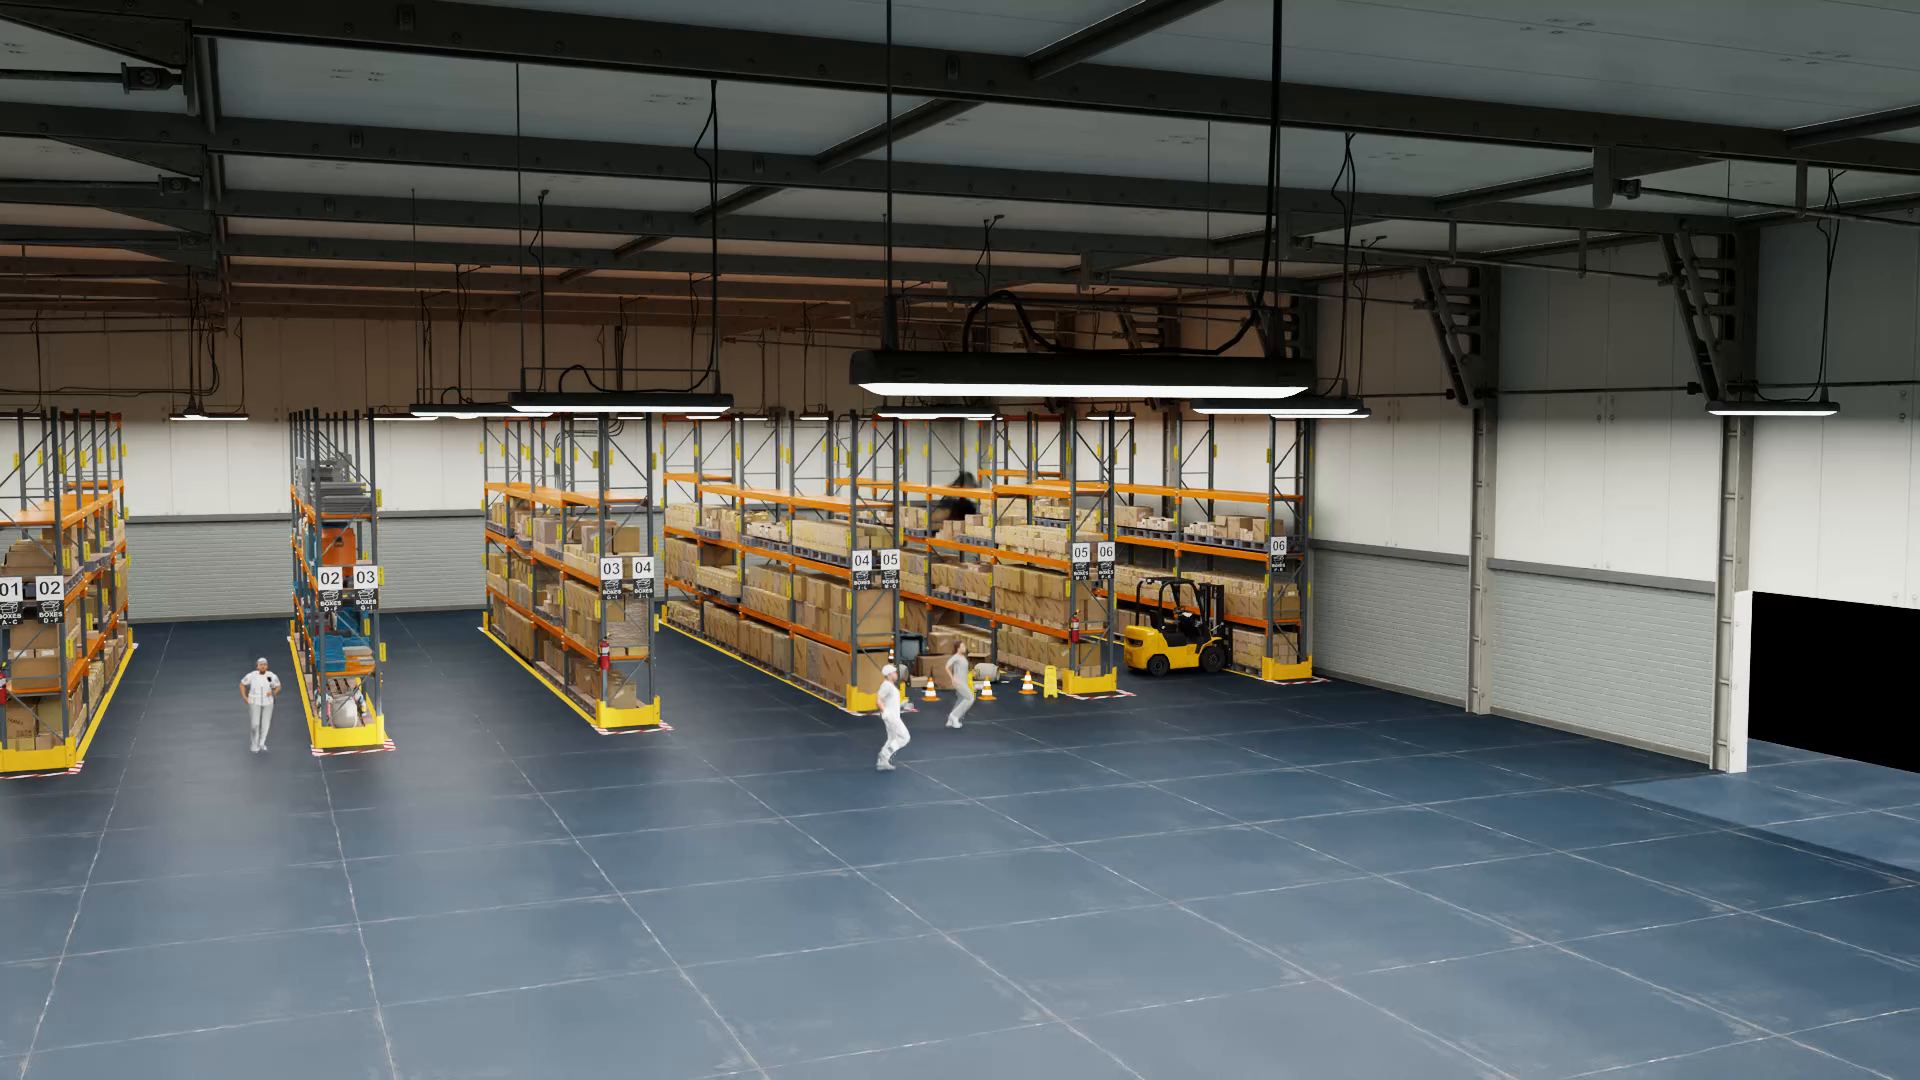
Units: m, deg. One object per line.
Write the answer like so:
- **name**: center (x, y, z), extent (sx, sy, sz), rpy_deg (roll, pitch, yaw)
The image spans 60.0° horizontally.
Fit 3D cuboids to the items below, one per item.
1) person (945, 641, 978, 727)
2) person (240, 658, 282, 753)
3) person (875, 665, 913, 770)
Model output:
- **person**: center (0.039, 2.703, 31.210), extent (0.620, 1.633, 0.547), rpy_deg (1, 4, 18)
- **person**: center (-12.149, 2.876, 28.934), extent (0.665, 1.650, 0.609), rpy_deg (-2, 5, -28)
- **person**: center (-1.080, 2.920, 27.353), extent (0.609, 1.742, 0.644), rpy_deg (0, 4, 0)
